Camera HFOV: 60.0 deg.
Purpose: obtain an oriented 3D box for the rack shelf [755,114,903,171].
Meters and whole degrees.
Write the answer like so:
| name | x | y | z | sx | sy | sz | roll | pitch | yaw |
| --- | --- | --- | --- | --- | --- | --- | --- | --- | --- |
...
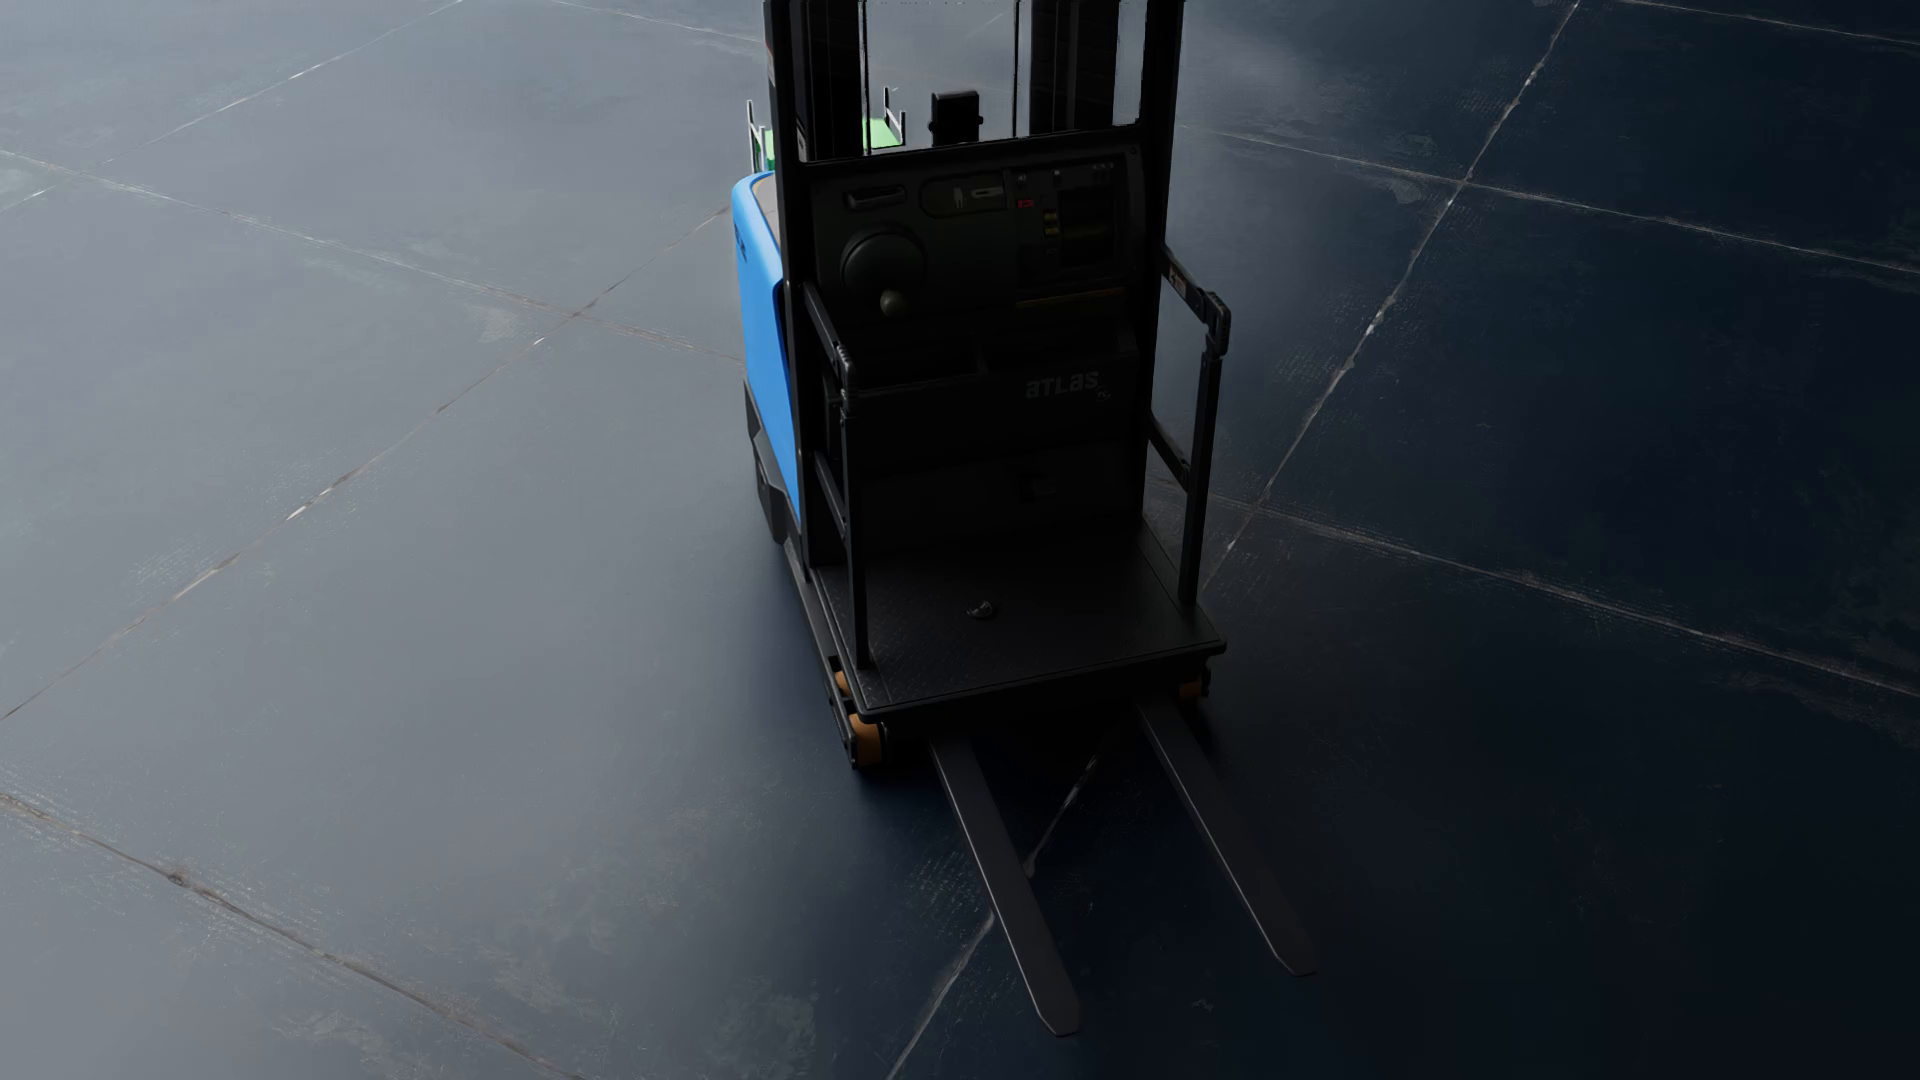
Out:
| name | x | y | z | sx | sy | sz | roll | pitch | yaw |
| --- | --- | --- | --- | --- | --- | --- | --- | --- | --- |
| rack shelf | -0.465 | -1.354 | 5.854 | 0.480 | 0.148 | 0.258 | -10 | 38 | -13 |

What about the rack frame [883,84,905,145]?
| name | x | y | z | sx | sy | sz | roll | pitch | yaw |
| --- | --- | --- | --- | --- | --- | --- | --- | --- | --- |
| rack frame | -0.232 | -1.066 | 6.162 | 0.015 | 1.200 | 0.240 | -10 | 38 | -13 |

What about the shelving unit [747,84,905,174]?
| name | x | y | z | sx | sy | sz | roll | pitch | yaw |
| --- | --- | --- | --- | --- | --- | --- | --- | --- | --- |
| shelving unit | -0.465 | -1.023 | 6.105 | 0.503 | 1.200 | 0.258 | -10 | 38 | -13 |

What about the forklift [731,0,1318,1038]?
| name | x | y | z | sx | sy | sz | roll | pitch | yaw |
| --- | --- | --- | --- | --- | --- | --- | --- | --- | --- |
| forklift | 0.120 | -0.771 | 4.341 | 1.130 | 2.935 | 3.031 | -10 | 38 | -13 |

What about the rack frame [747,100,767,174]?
| name | x | y | z | sx | sy | sz | roll | pitch | yaw |
| --- | --- | --- | --- | --- | --- | --- | --- | --- | --- |
| rack frame | -0.699 | -0.980 | 6.049 | 0.015 | 1.200 | 0.240 | -10 | 38 | -13 |
